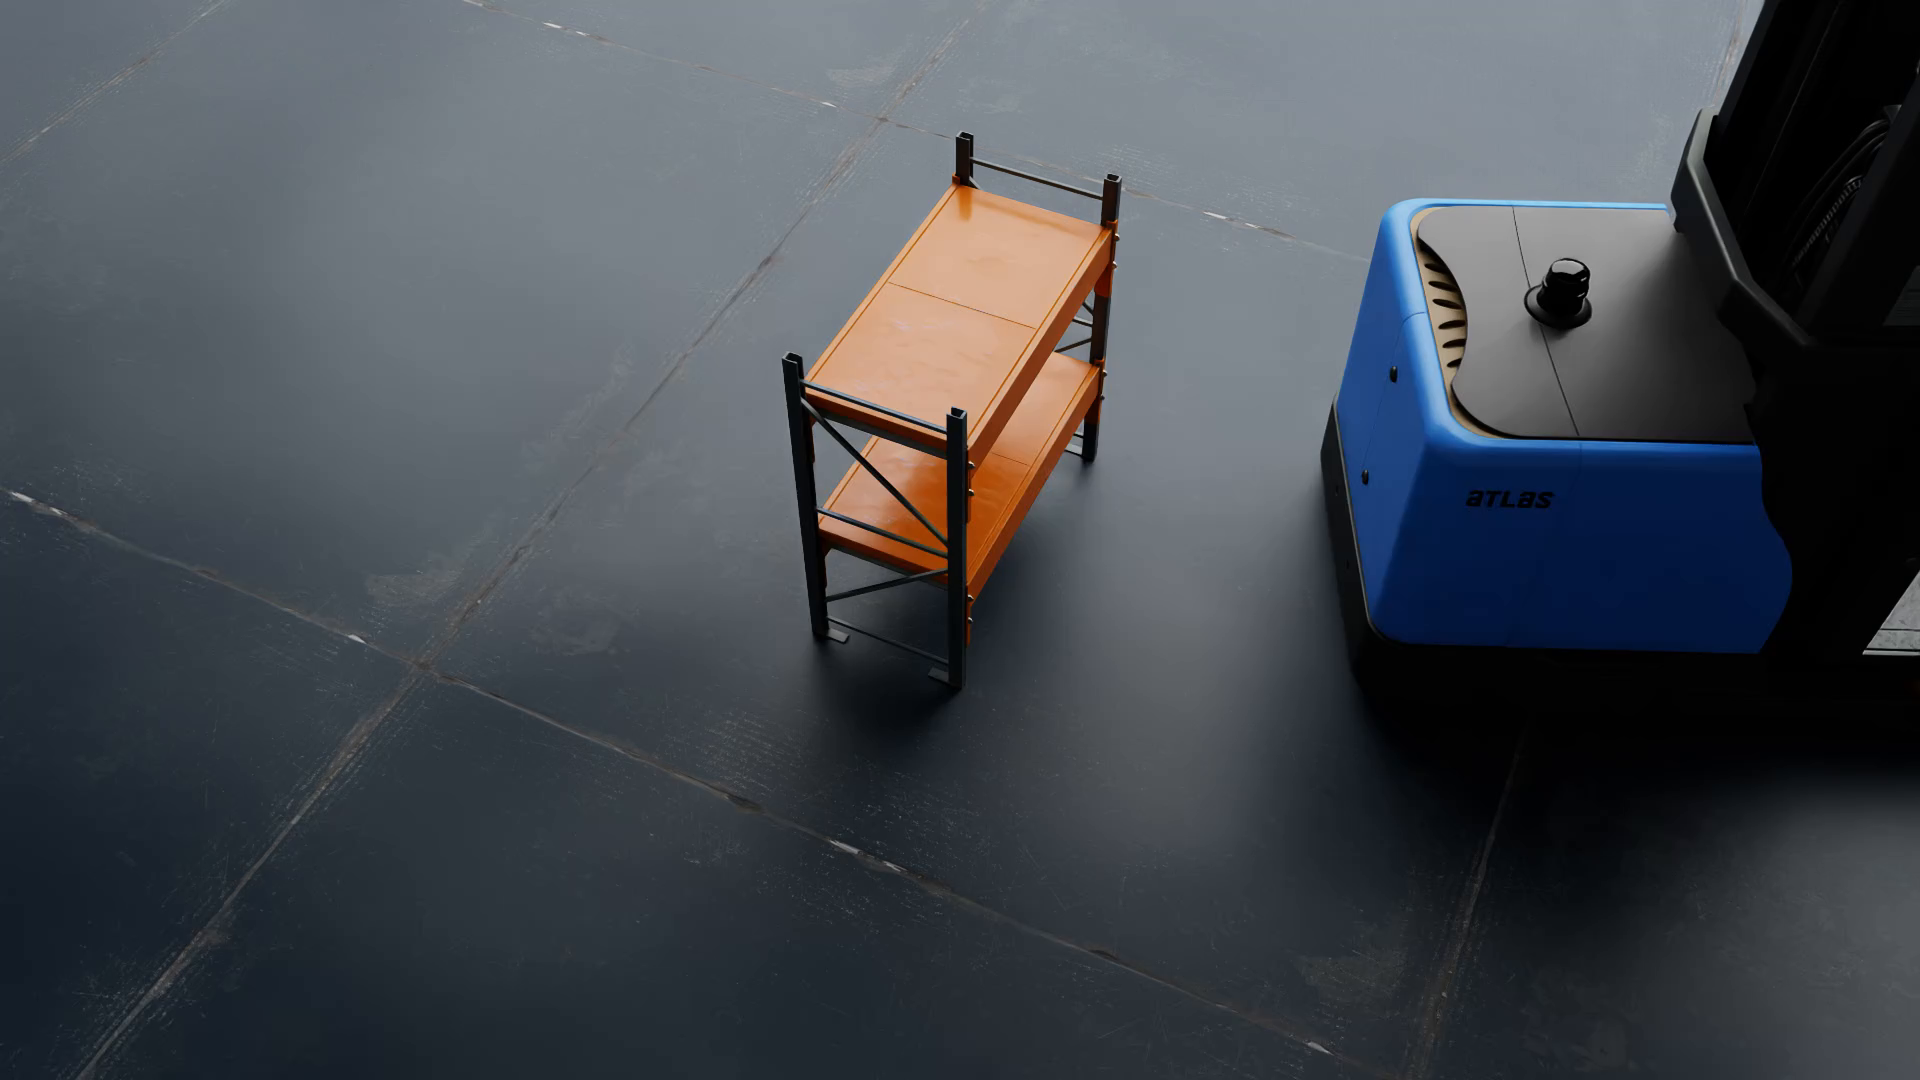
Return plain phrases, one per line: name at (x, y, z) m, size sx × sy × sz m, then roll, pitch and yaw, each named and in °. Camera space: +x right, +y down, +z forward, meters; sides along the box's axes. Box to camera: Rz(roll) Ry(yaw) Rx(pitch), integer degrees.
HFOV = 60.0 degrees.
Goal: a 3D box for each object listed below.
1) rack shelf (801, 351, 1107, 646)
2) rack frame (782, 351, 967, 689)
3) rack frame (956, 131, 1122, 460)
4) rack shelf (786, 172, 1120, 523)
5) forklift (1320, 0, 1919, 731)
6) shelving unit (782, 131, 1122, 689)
rack shelf at (0.003, -0.211, 5.012) m, size 0.538 × 0.278 × 1.000 m, roll 20°, pitch 52°, yaw 16°
rack frame at (-0.214, -0.019, 4.528) m, size 0.500 × 1.125 × 0.032 m, roll 20°, pitch 52°, yaw 16°
rack frame at (0.220, -0.719, 5.123) m, size 0.500 × 1.125 × 0.032 m, roll 20°, pitch 52°, yaw 16°
rack shelf at (0.003, -0.559, 4.603) m, size 0.538 × 0.278 × 1.000 m, roll 20°, pitch 52°, yaw 16°
forklift at (2.666, -0.812, 4.016) m, size 3.031 × 2.935 × 1.130 m, roll 1°, pitch 50°, yaw 1°
shelving unit at (0.003, -0.369, 4.826) m, size 0.538 × 1.125 × 1.048 m, roll 20°, pitch 52°, yaw 16°
